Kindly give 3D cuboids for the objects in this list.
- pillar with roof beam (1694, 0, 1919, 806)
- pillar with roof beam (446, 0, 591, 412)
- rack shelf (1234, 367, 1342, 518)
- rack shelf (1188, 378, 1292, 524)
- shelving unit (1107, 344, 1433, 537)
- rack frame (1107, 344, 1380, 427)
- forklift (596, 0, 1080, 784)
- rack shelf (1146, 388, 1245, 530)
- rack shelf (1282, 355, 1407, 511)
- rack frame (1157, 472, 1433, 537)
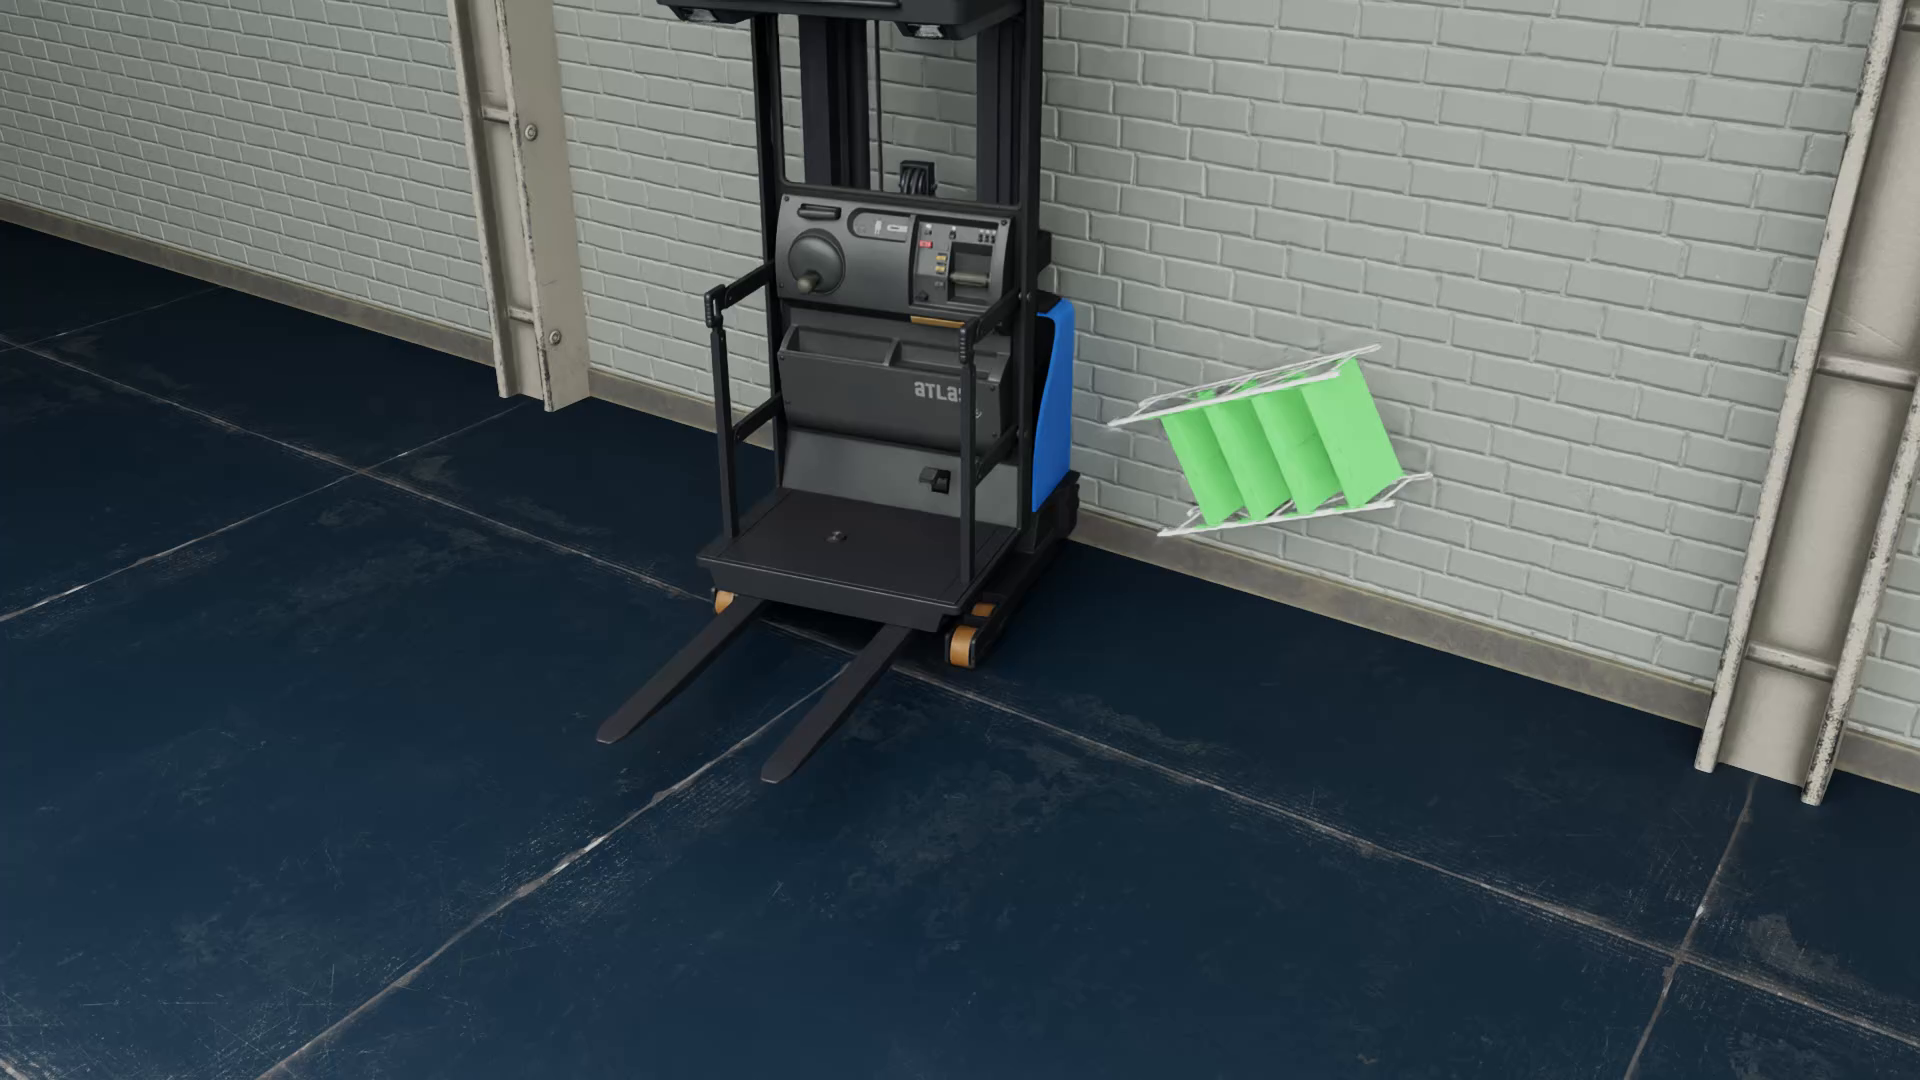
[{"bbox_3d":[0.334,-1.625,0.522,0.400,9.000,9.100,17,32,30],"label":"pillar with roof beam"},{"bbox_3d":[-4.612,-3.166,3.549,0.400,9.000,9.100,17,32,30],"label":"pillar with roof beam"},{"bbox_3d":[1.208,-0.355,5.996,0.258,0.480,0.148,-33,14,-32],"label":"rack shelf"},{"bbox_3d":[1.072,-0.335,6.193,0.258,0.480,0.148,-33,14,-32],"label":"rack shelf"},{"bbox_3d":[1.108,-0.340,6.141,0.258,0.503,1.200,-33,14,-32],"label":"shelving unit"},{"bbox_3d":[1.005,-0.556,6.092,0.240,0.015,1.200,-33,14,-32],"label":"rack frame"},{"bbox_3d":[-0.335,-1.034,6.050,1.130,2.935,3.031,10,29,19],"label":"forklift"},{"bbox_3d":[0.936,-0.314,6.390,0.258,0.480,0.148,-33,14,-32],"label":"rack shelf"},{"bbox_3d":[1.343,-0.375,5.799,0.258,0.480,0.148,-33,14,-32],"label":"rack shelf"},{"bbox_3d":[1.211,-0.124,6.189,0.240,0.015,1.200,-33,14,-32],"label":"rack frame"}]
